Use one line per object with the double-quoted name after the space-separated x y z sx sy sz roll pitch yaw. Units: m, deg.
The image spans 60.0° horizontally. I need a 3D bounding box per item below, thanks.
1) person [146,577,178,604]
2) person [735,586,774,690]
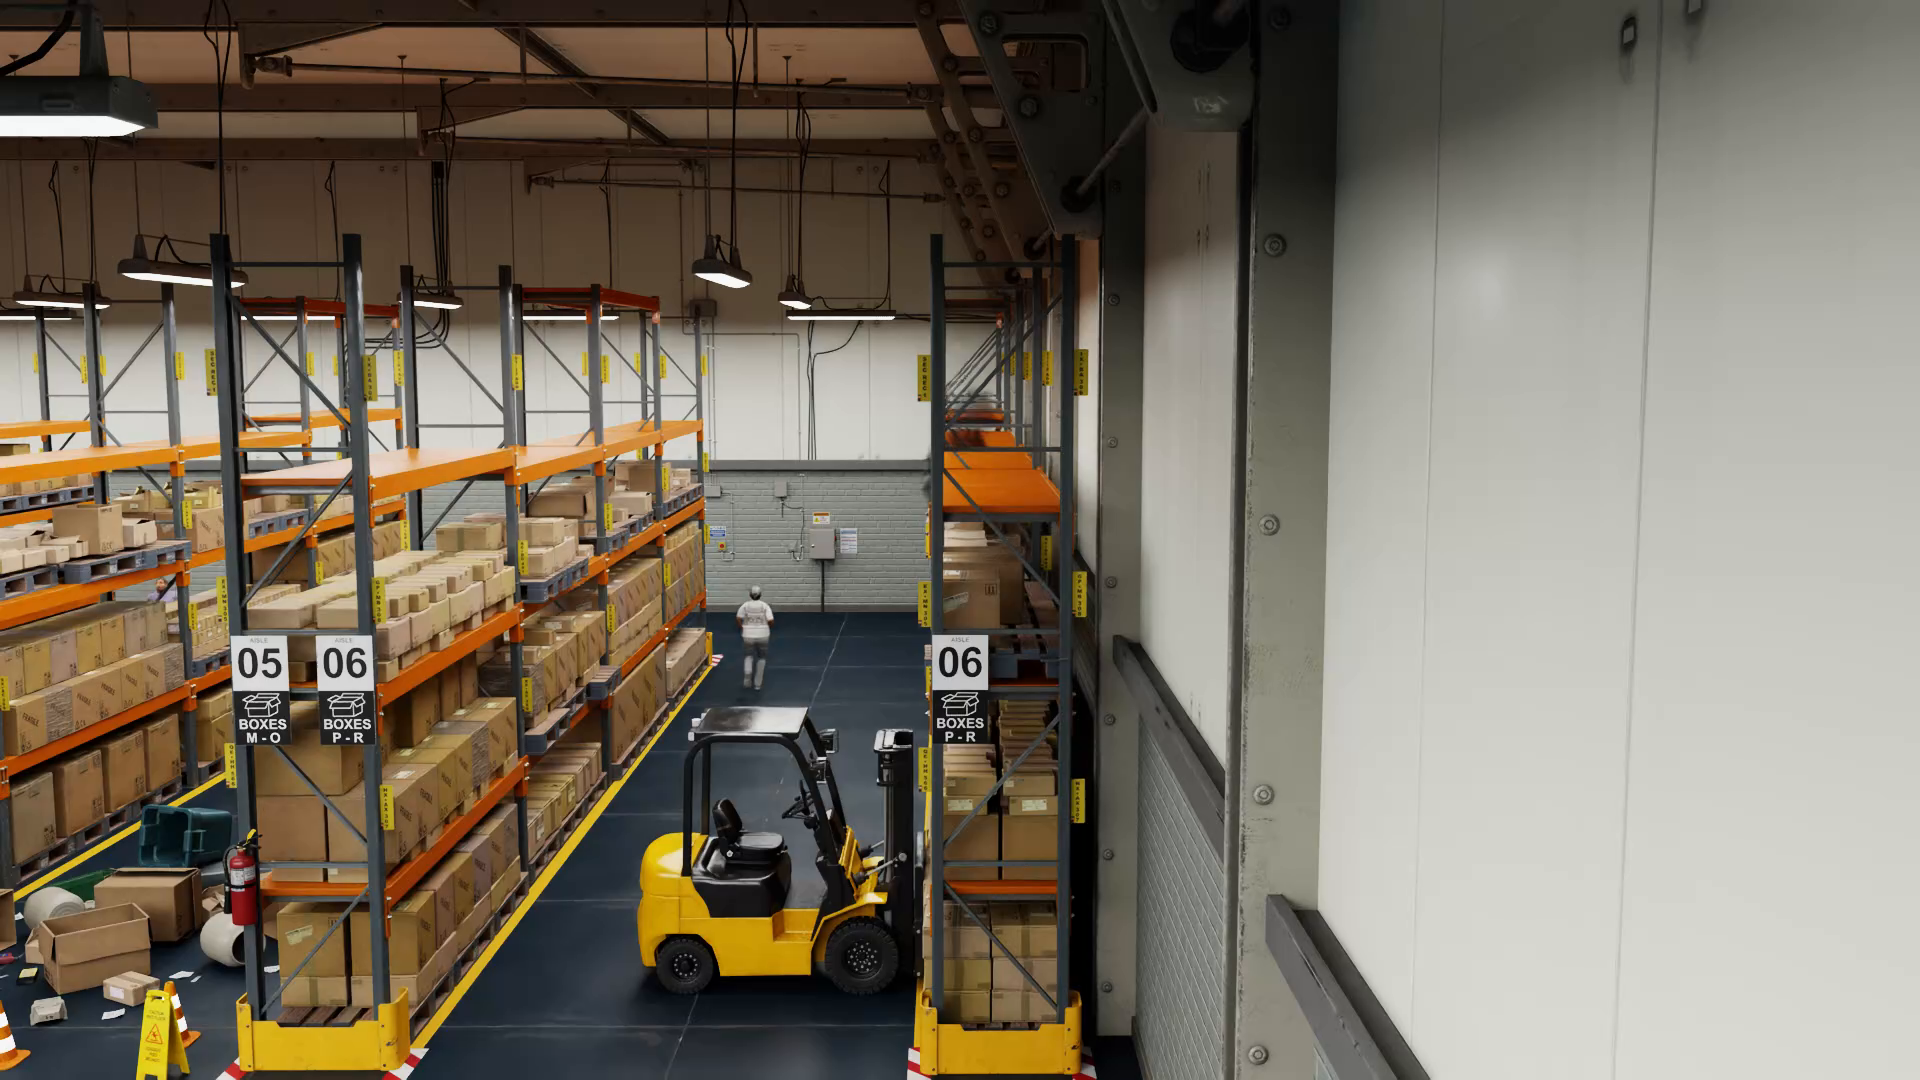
-12.930 1.393 27.037 0.618 1.595 0.566 -2 7 -19 "person"
-3.177 1.504 25.855 0.599 1.621 0.536 0 6 -1 "person"
